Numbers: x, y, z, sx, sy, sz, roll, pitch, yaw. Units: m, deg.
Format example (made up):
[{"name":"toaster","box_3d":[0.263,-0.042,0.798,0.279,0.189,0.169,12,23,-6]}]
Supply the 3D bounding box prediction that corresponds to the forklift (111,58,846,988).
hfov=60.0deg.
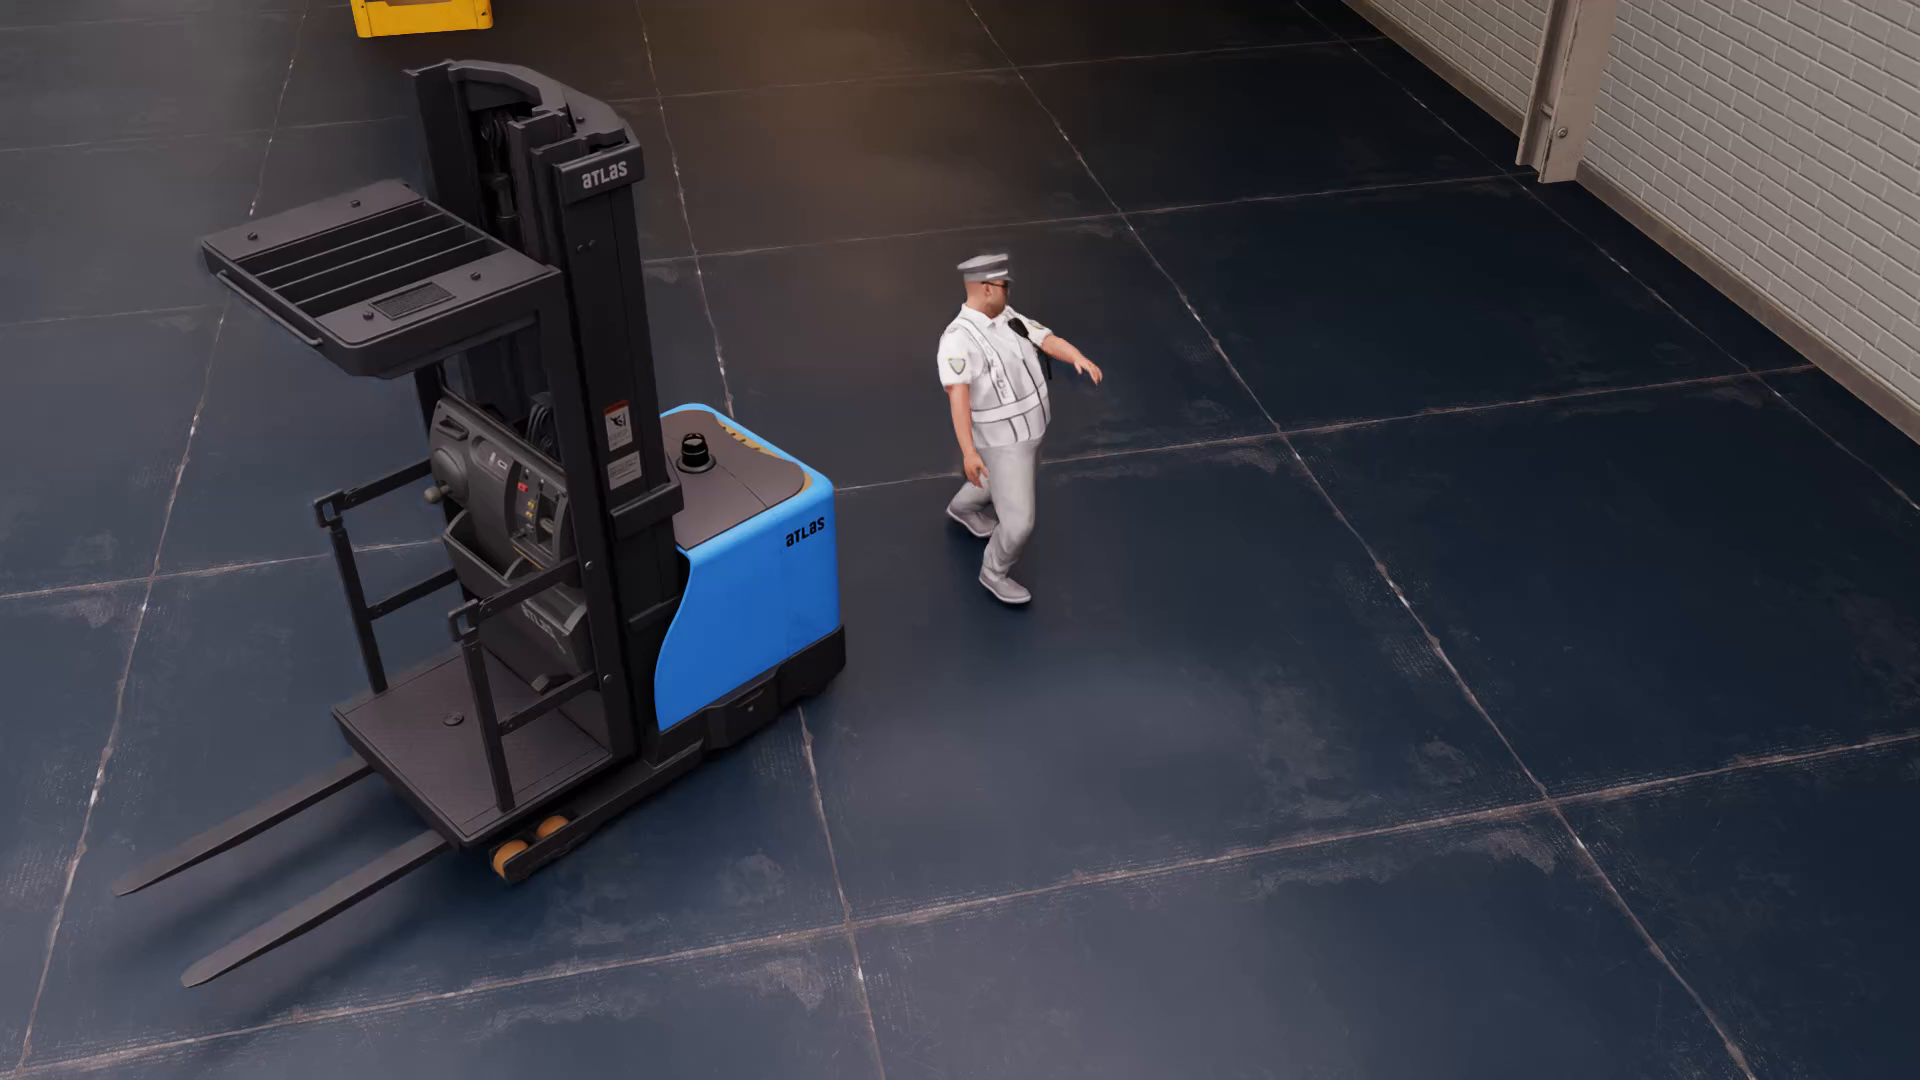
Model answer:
[{"name":"forklift","box_3d":[-1.926,-0.165,6.279,3.031,2.935,1.130,-30,45,-35]}]

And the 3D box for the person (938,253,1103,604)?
[{"name":"person","box_3d":[0.228,-0.489,7.848,0.863,1.598,0.854,12,37,16]}]
